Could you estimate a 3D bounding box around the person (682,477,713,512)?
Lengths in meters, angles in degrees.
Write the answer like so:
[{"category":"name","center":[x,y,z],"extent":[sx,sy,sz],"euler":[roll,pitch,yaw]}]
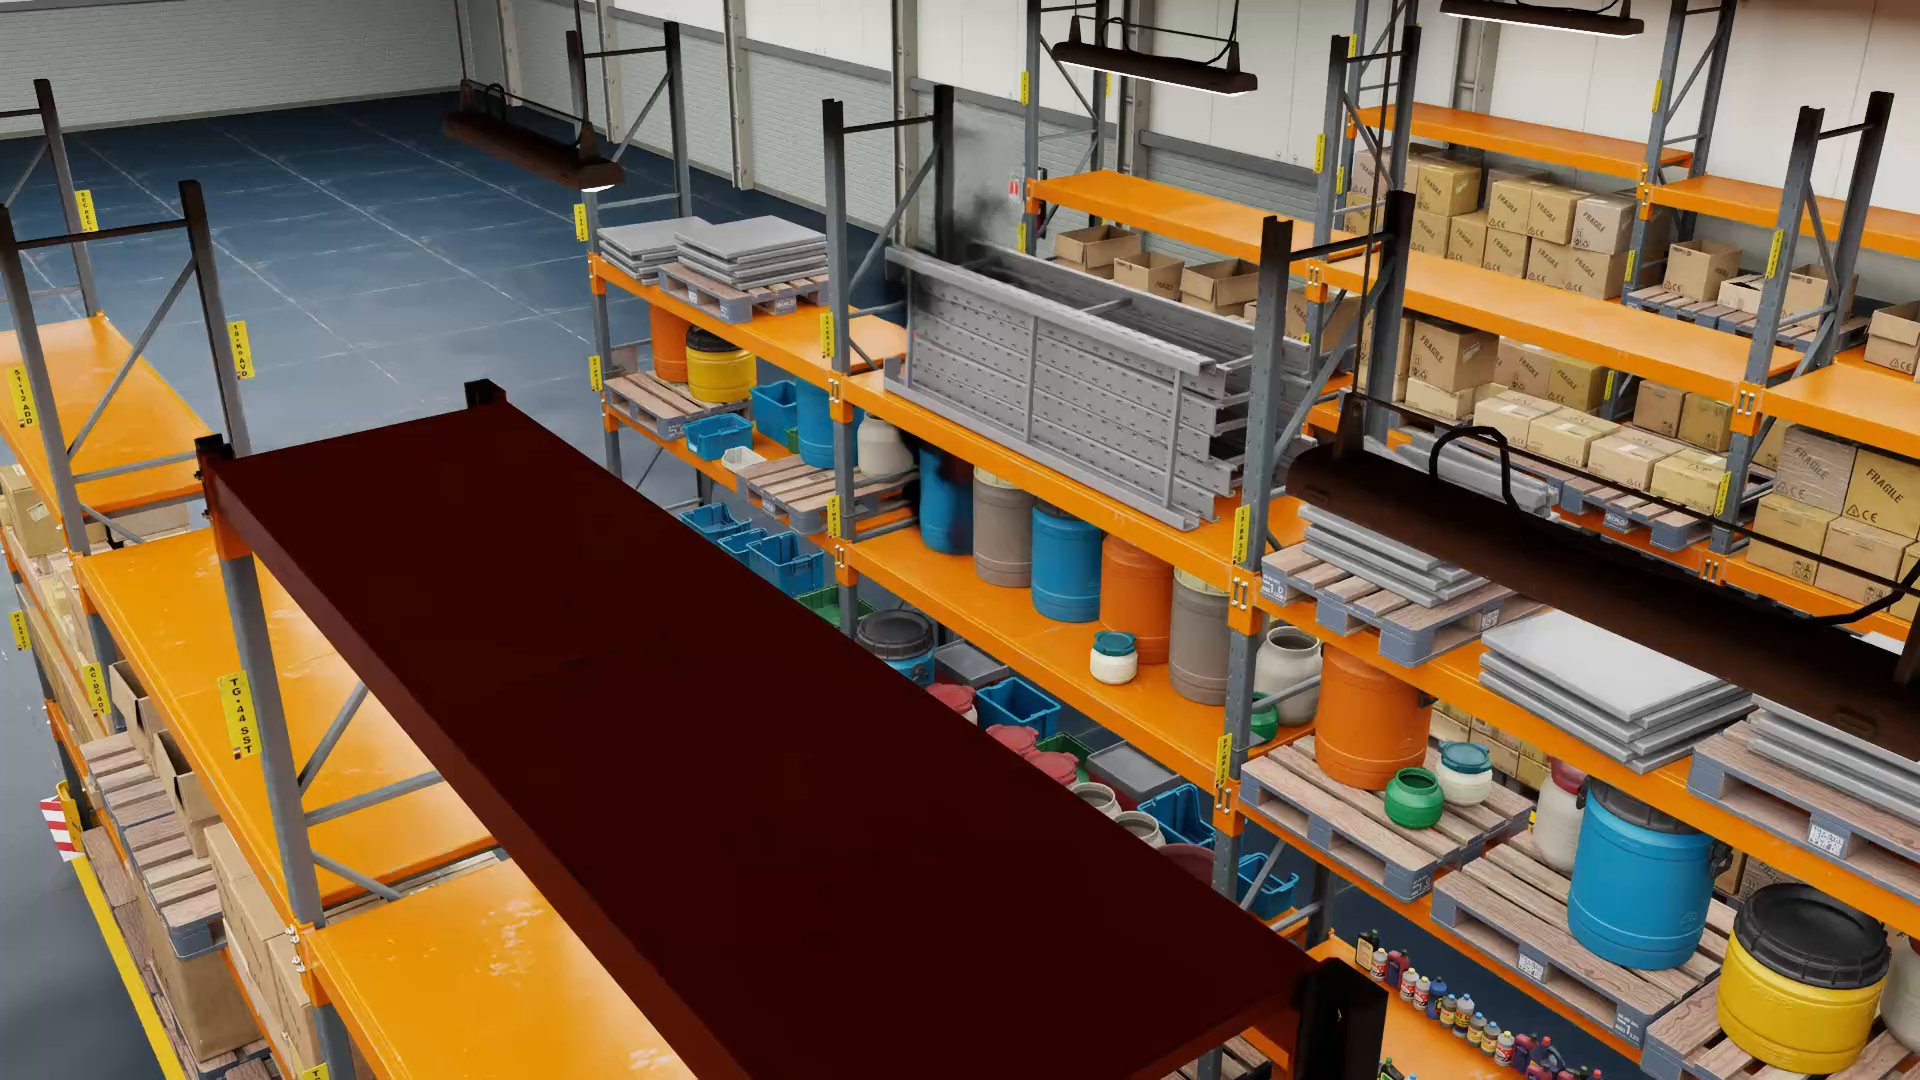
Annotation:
[{"category":"person","center":[-2.802,-1.181,19.435],"extent":[0.993,1.773,0.684],"euler":[-8,26,-17]}]
